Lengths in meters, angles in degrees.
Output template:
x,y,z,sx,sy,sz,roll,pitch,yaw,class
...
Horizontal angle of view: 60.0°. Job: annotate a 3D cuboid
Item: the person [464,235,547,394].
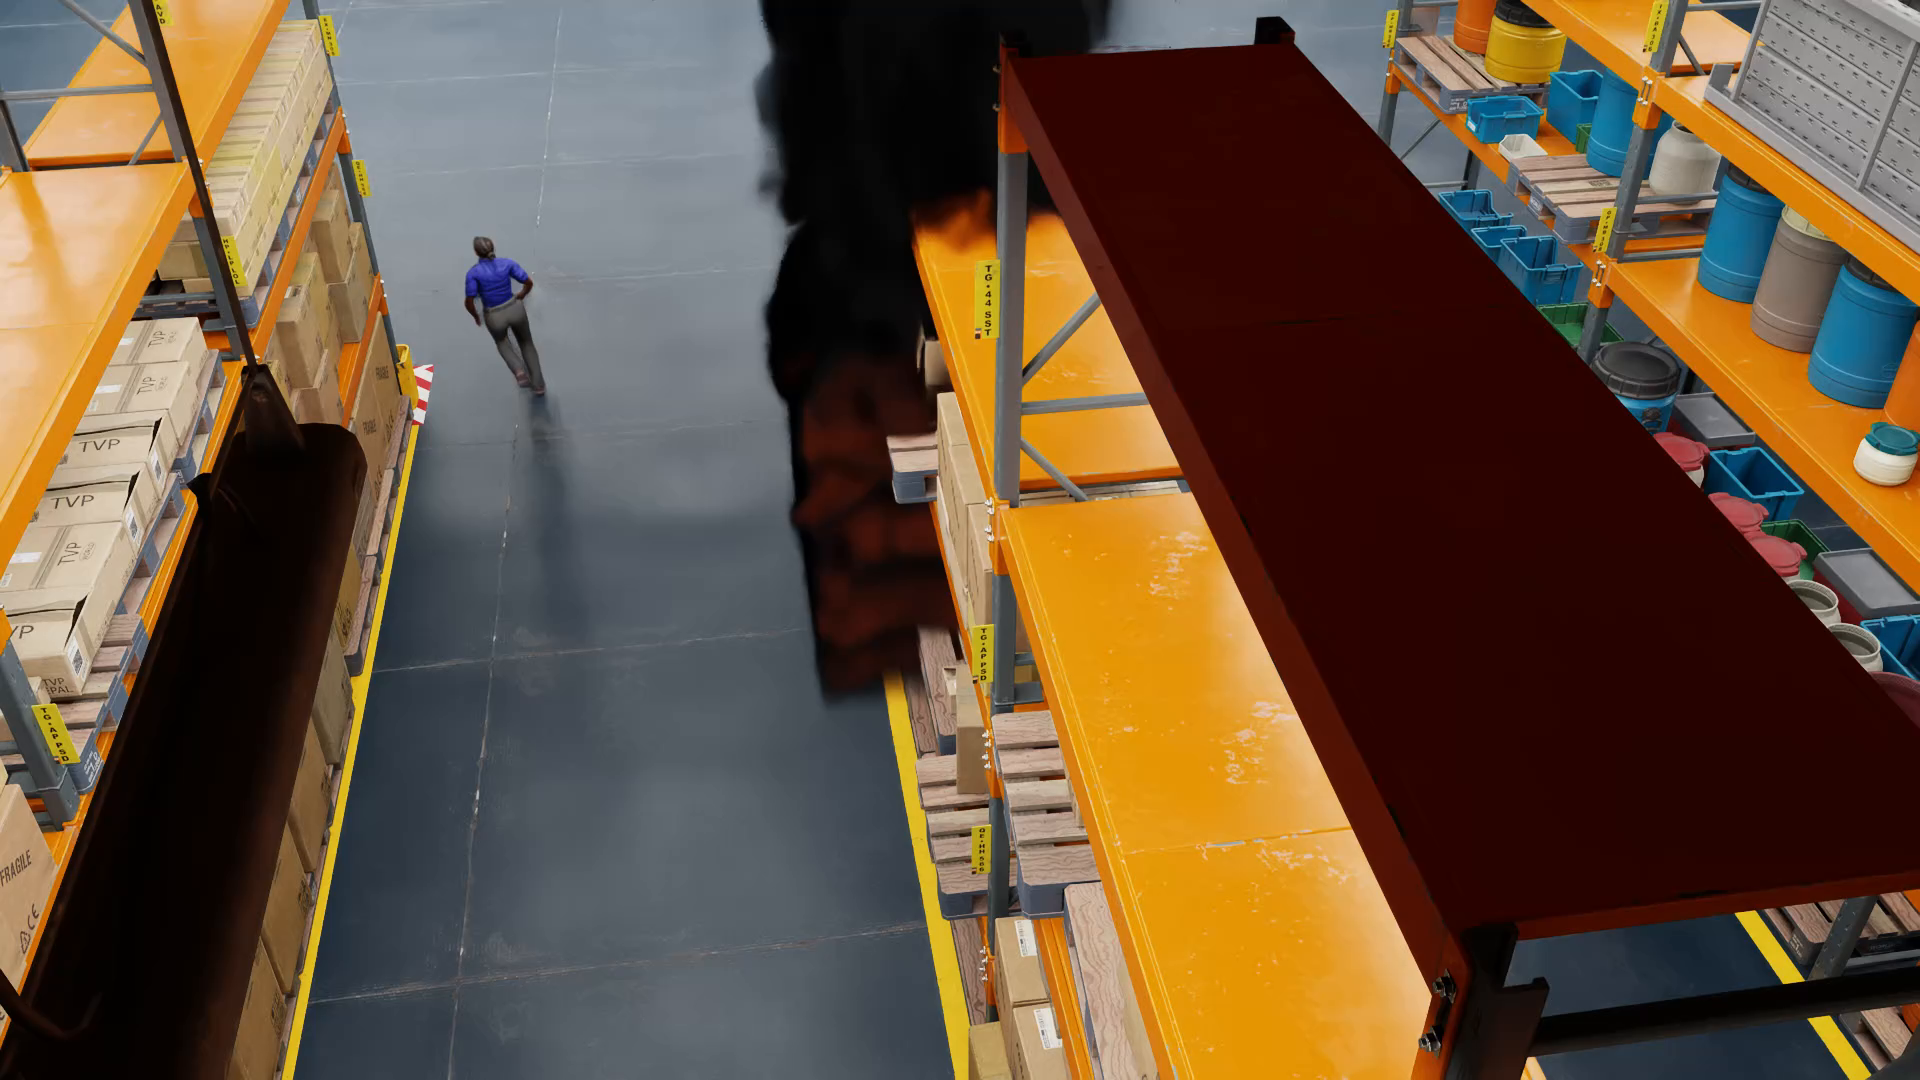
x,y,z,sx,sy,sz,roll,pitch,yaw,class
-4.109,-2.016,14.869,0.632,1.601,0.501,-16,39,-21,person
